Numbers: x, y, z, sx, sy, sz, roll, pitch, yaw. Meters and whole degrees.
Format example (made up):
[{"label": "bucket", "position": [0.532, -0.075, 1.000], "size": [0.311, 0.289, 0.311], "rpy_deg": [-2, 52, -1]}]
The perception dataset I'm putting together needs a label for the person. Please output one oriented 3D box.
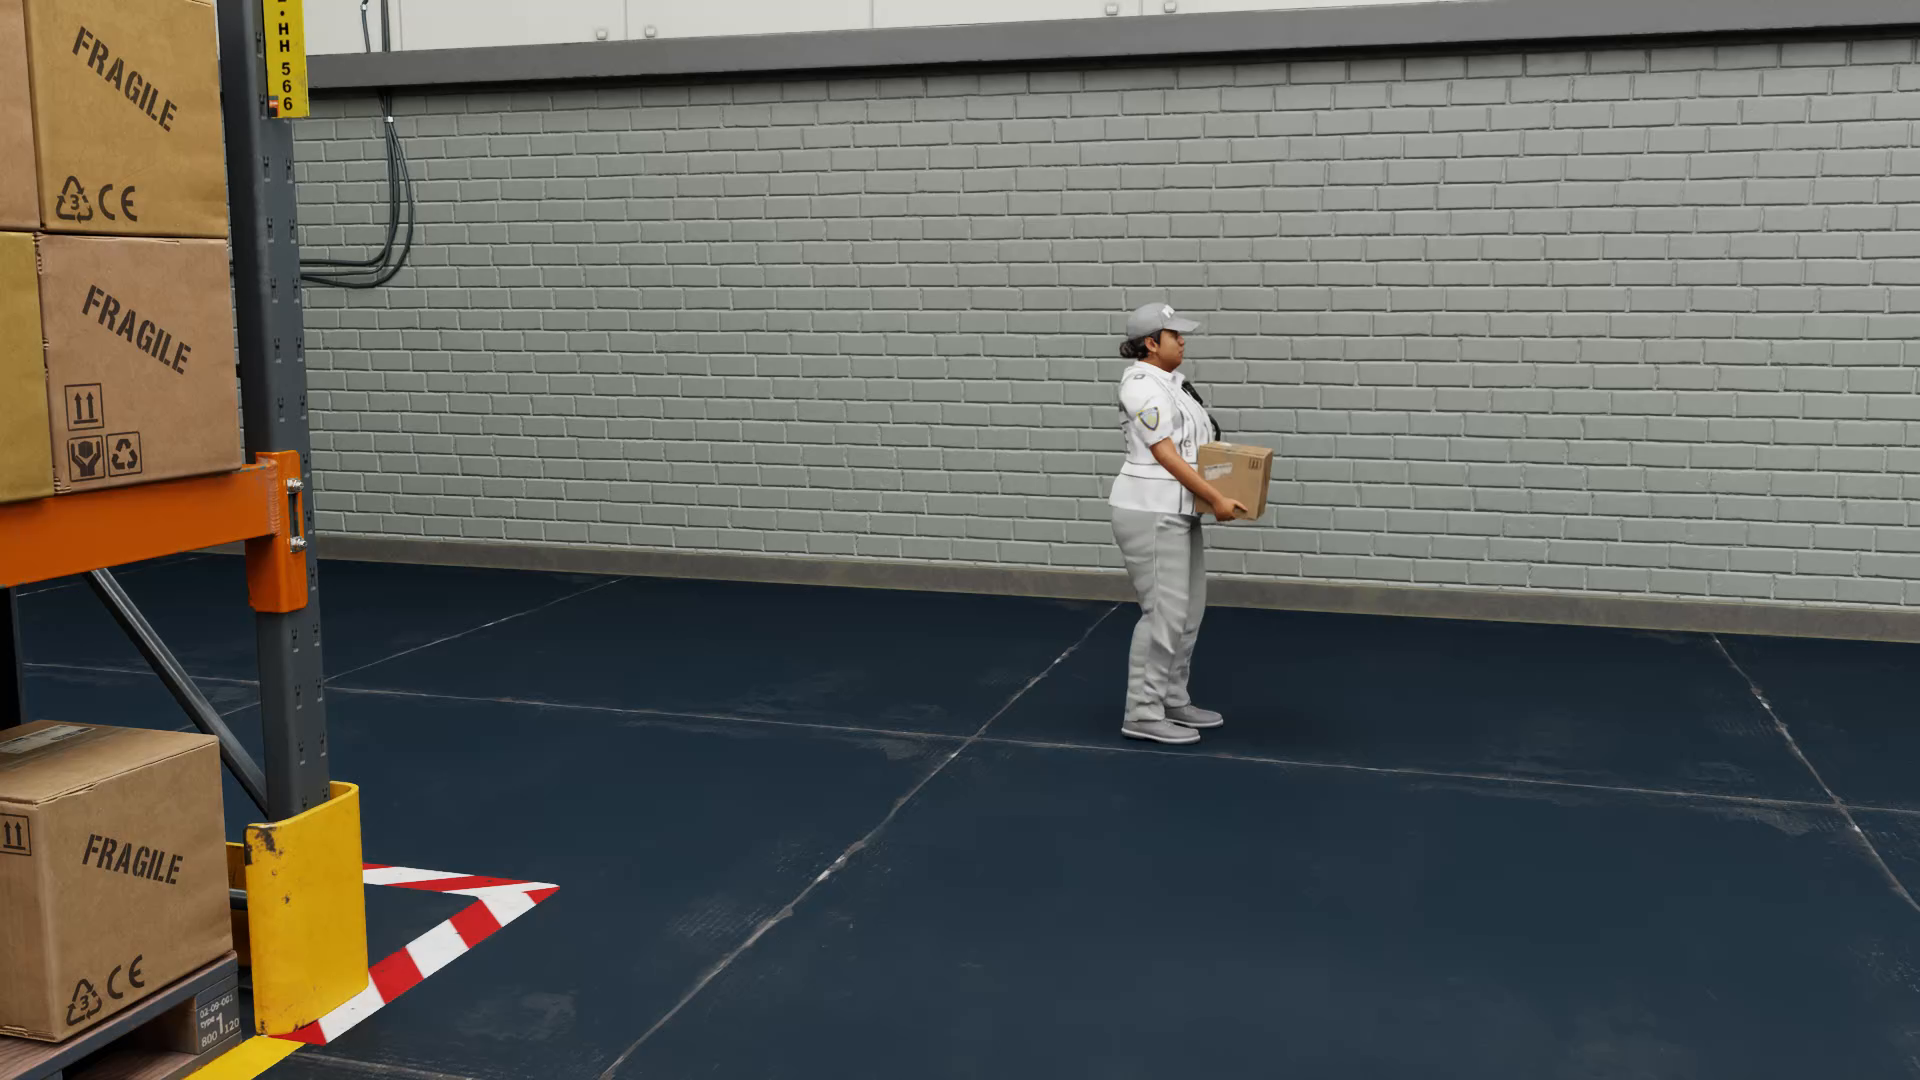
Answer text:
[{"label": "person", "position": [0.847, -0.073, 6.358], "size": [0.541, 1.656, 0.455], "rpy_deg": [3, 9, 17]}]
